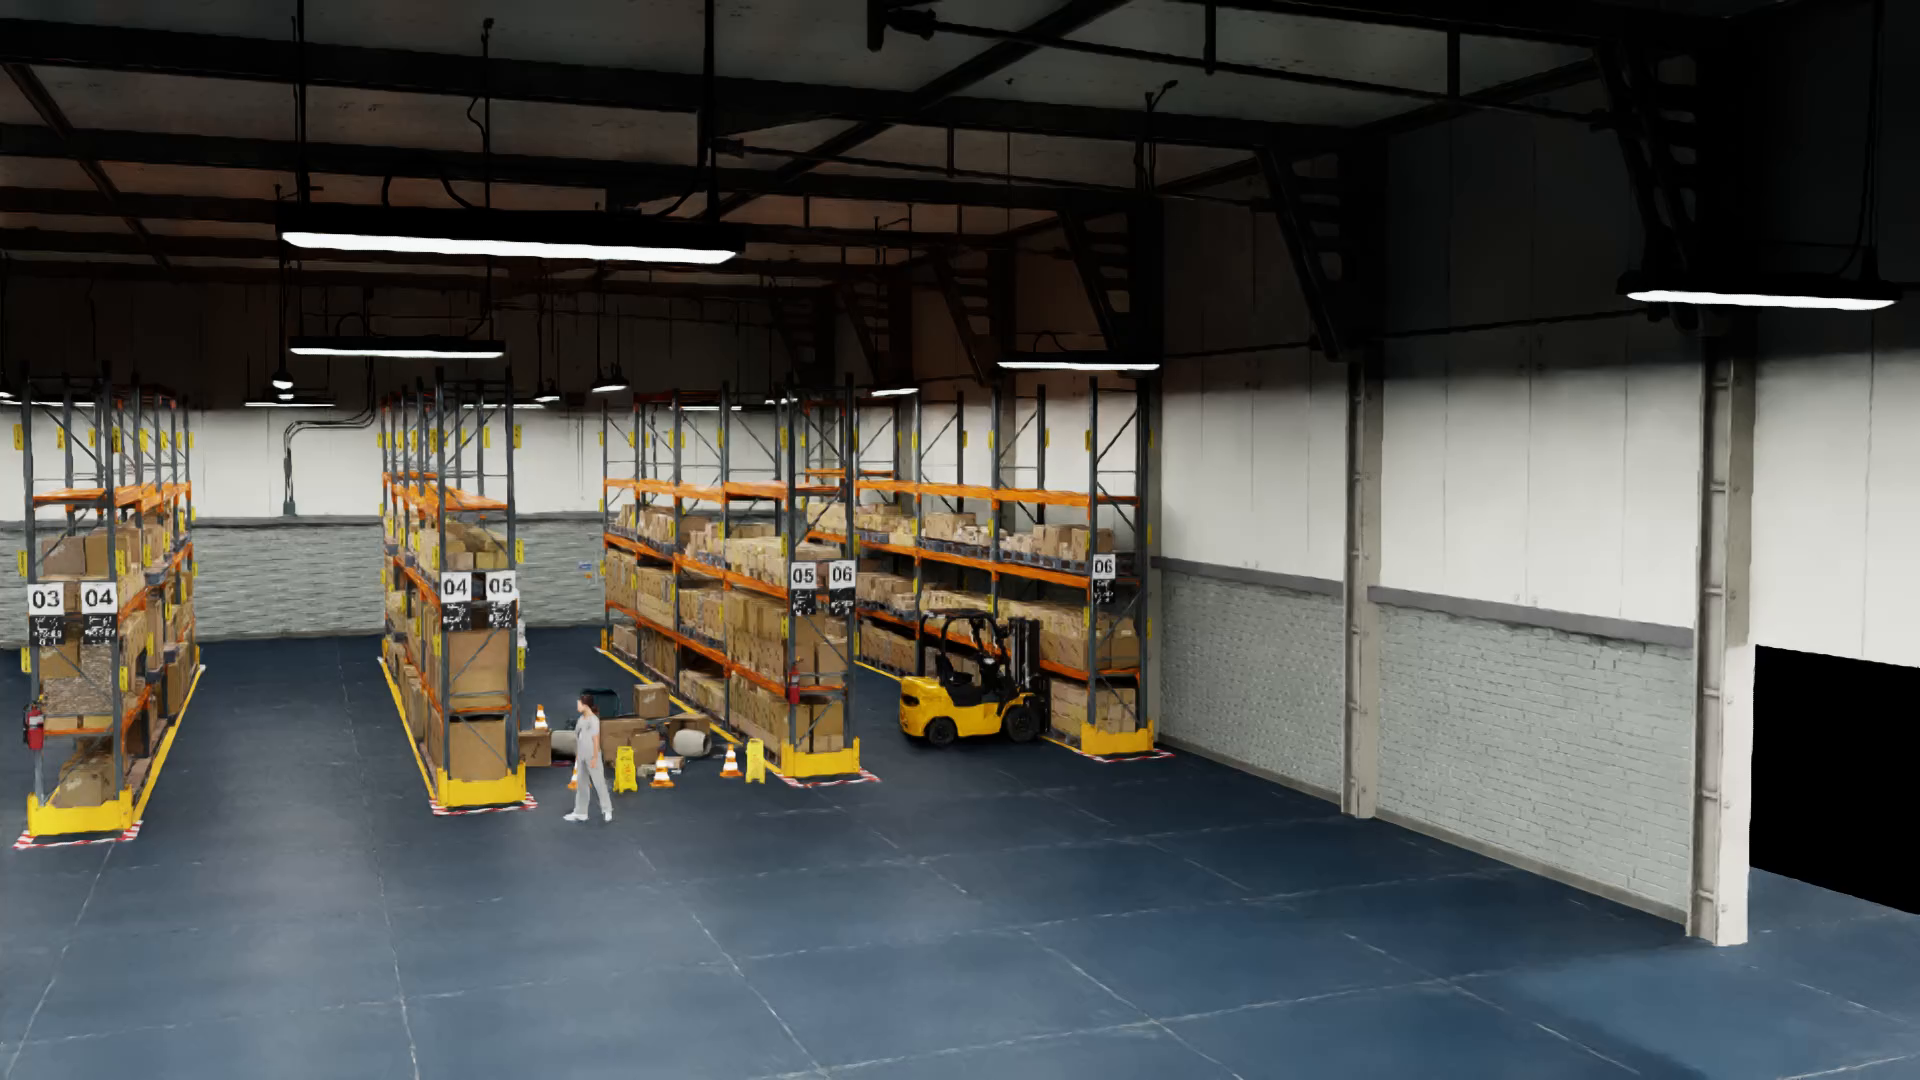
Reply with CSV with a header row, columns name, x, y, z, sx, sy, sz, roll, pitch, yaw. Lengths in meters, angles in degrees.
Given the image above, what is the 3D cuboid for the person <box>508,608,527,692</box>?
name,x,y,z,sx,sy,sz,roll,pitch,yaw
person,-8.831,2.172,33.011,0.462,1.676,0.498,1,3,9

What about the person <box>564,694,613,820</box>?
name,x,y,z,sx,sy,sz,roll,pitch,yaw
person,-4.860,2.859,21.869,0.541,1.665,0.583,-3,5,-41

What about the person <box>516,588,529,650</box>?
name,x,y,z,sx,sy,sz,roll,pitch,yaw
person,-10.609,1.751,39.416,0.699,1.773,0.567,3,4,37
